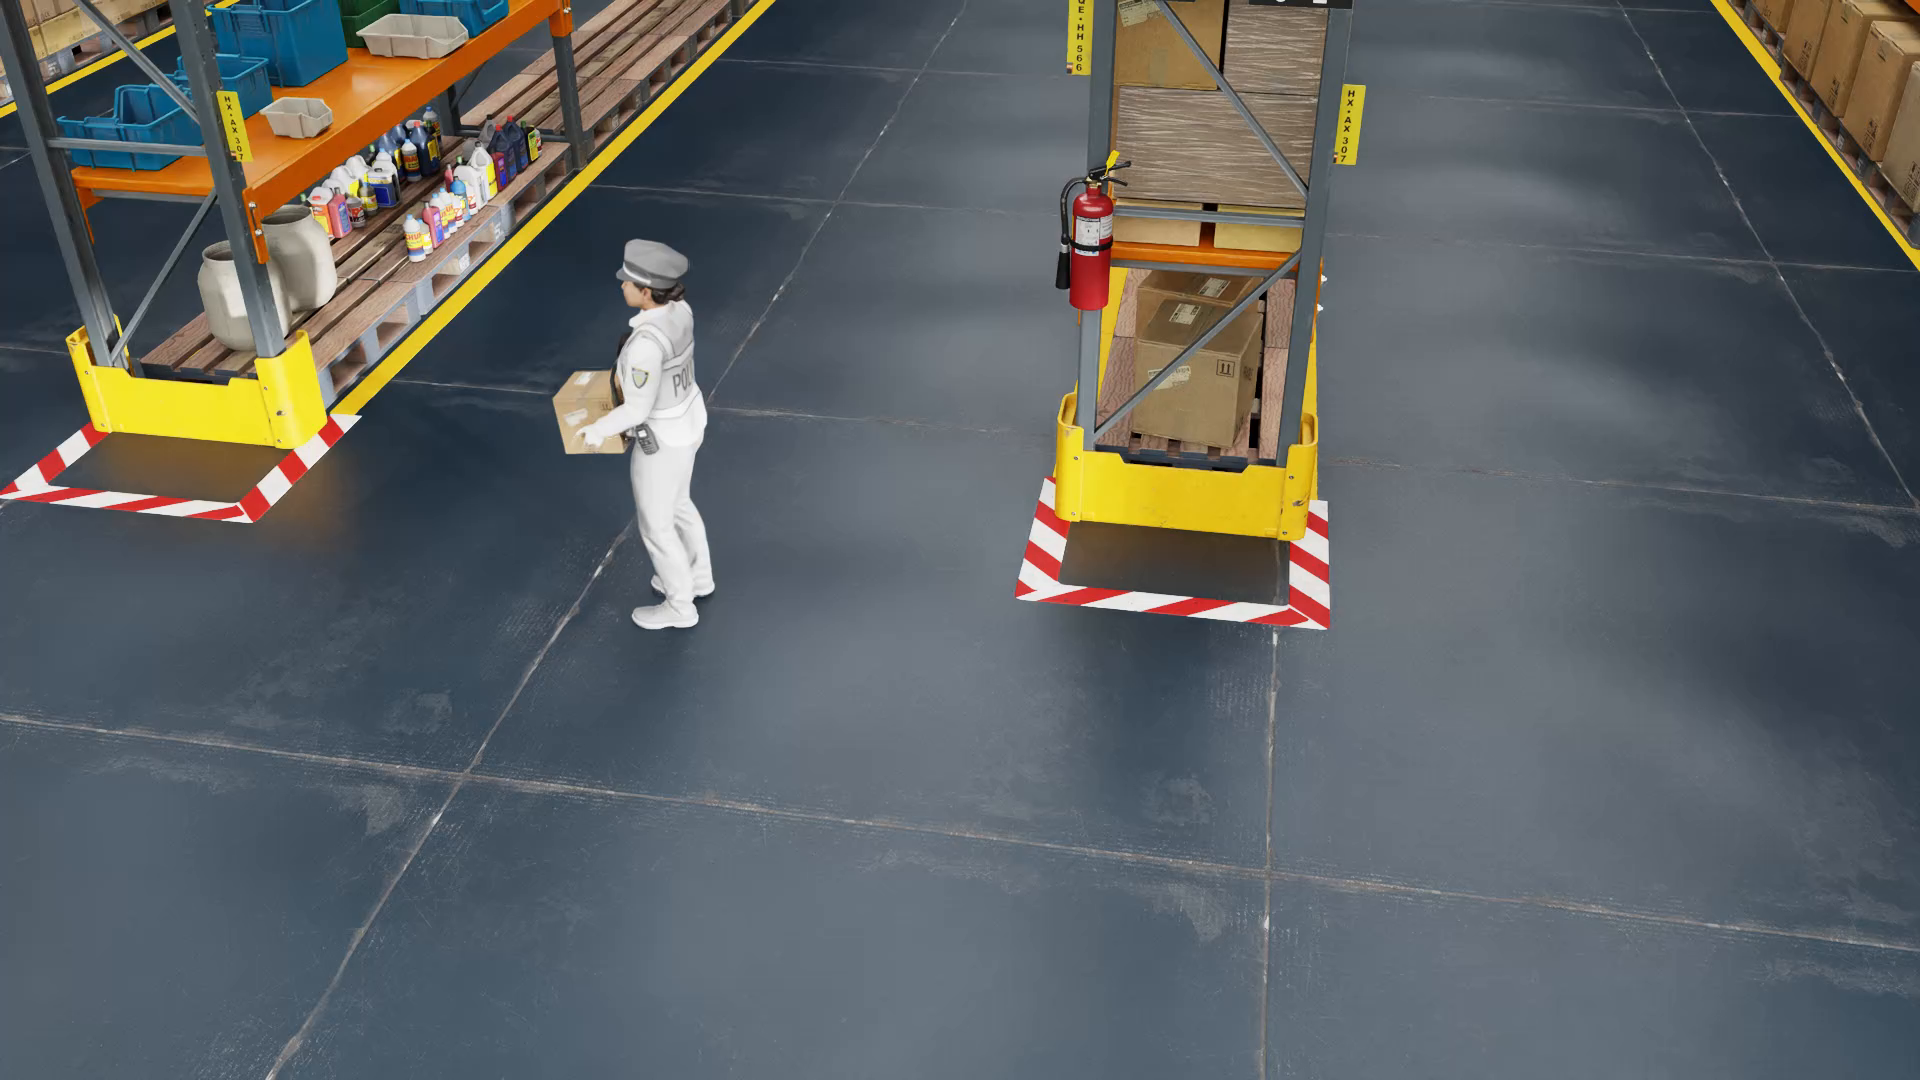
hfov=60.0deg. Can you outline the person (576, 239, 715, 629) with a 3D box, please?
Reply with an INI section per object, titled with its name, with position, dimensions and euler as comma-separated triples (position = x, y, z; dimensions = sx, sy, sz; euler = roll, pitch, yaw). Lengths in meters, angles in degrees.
[person]
position = -1.280, -0.424, 6.772
dimensions = 0.489, 1.692, 0.489
euler = 5, 33, 8
